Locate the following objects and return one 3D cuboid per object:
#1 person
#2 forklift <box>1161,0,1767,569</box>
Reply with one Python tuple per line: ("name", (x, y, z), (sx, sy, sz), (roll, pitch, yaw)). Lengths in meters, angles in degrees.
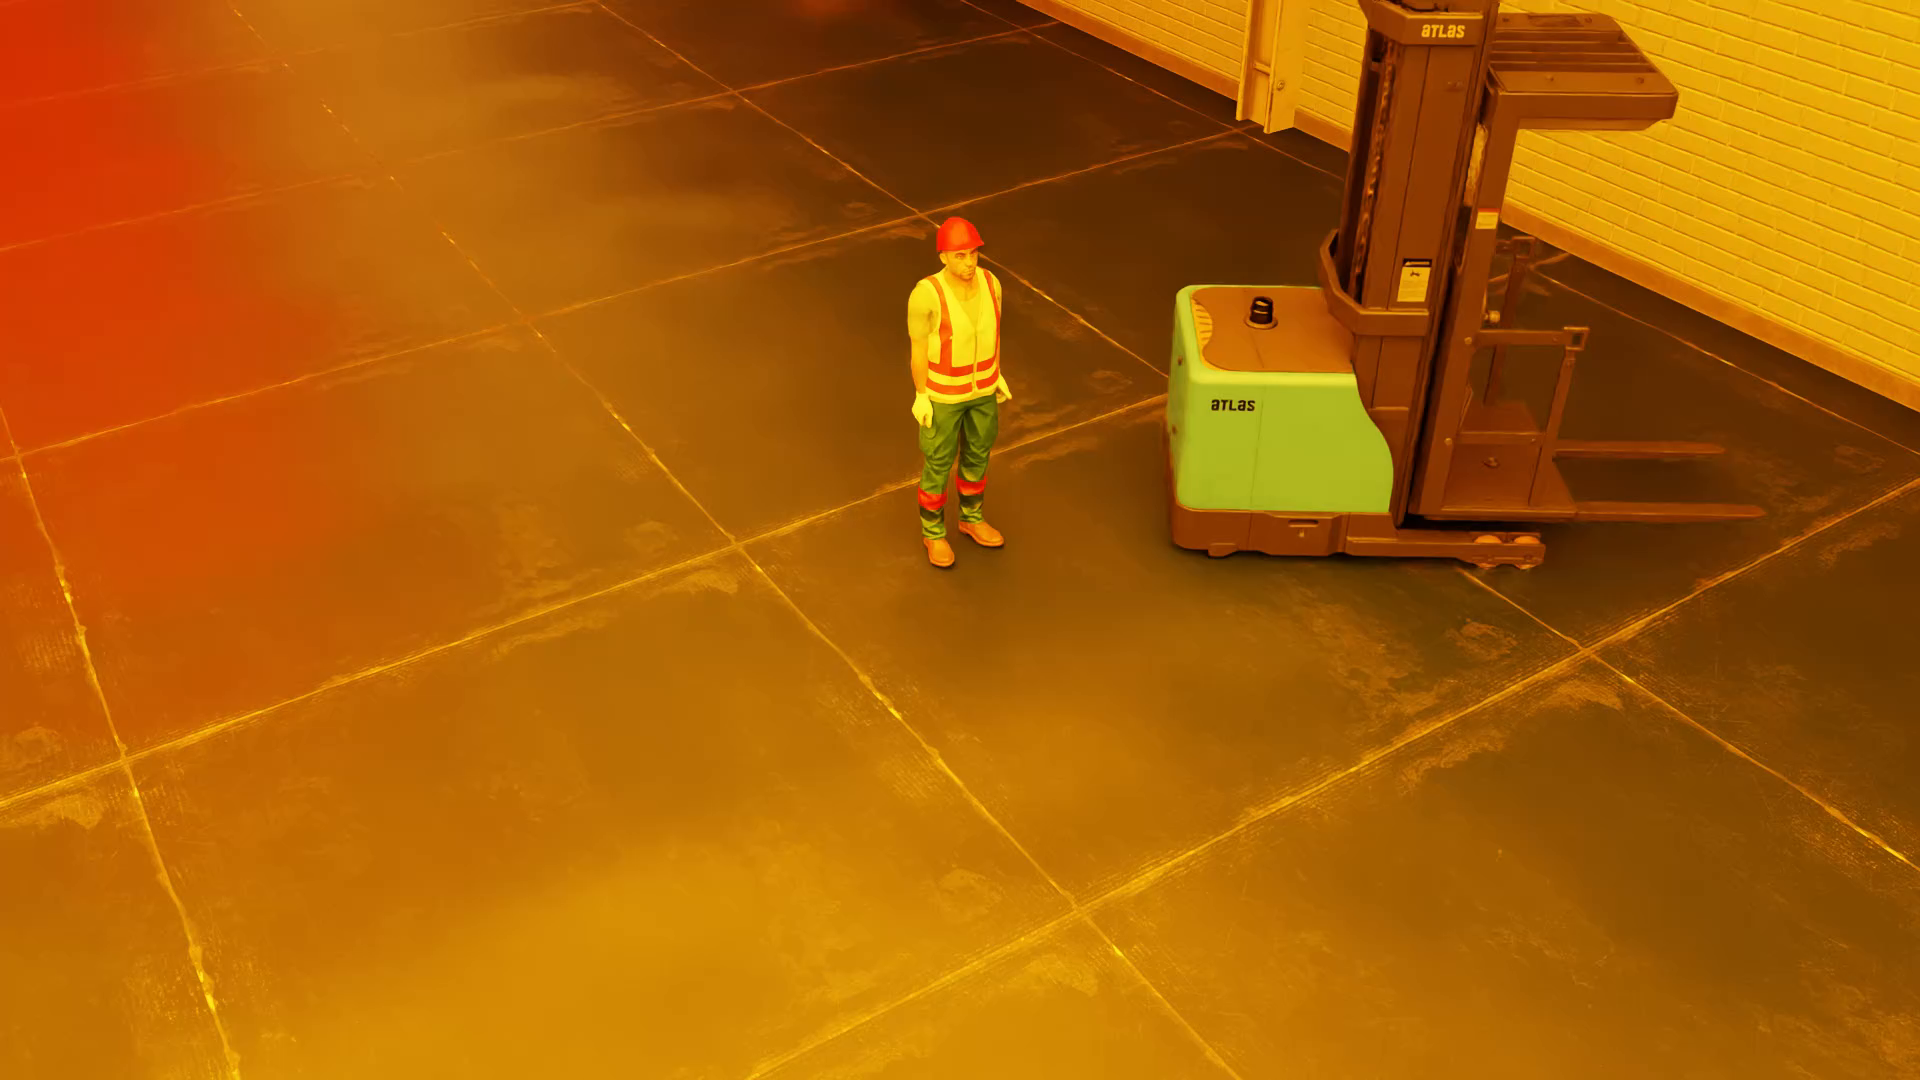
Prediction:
("person", (0.015, -0.730, 8.180), (0.536, 1.795, 0.369), (-21, 40, -27))
("forklift", (2.620, -1.366, 8.091), (3.031, 2.935, 1.130), (1, 35, 2))
